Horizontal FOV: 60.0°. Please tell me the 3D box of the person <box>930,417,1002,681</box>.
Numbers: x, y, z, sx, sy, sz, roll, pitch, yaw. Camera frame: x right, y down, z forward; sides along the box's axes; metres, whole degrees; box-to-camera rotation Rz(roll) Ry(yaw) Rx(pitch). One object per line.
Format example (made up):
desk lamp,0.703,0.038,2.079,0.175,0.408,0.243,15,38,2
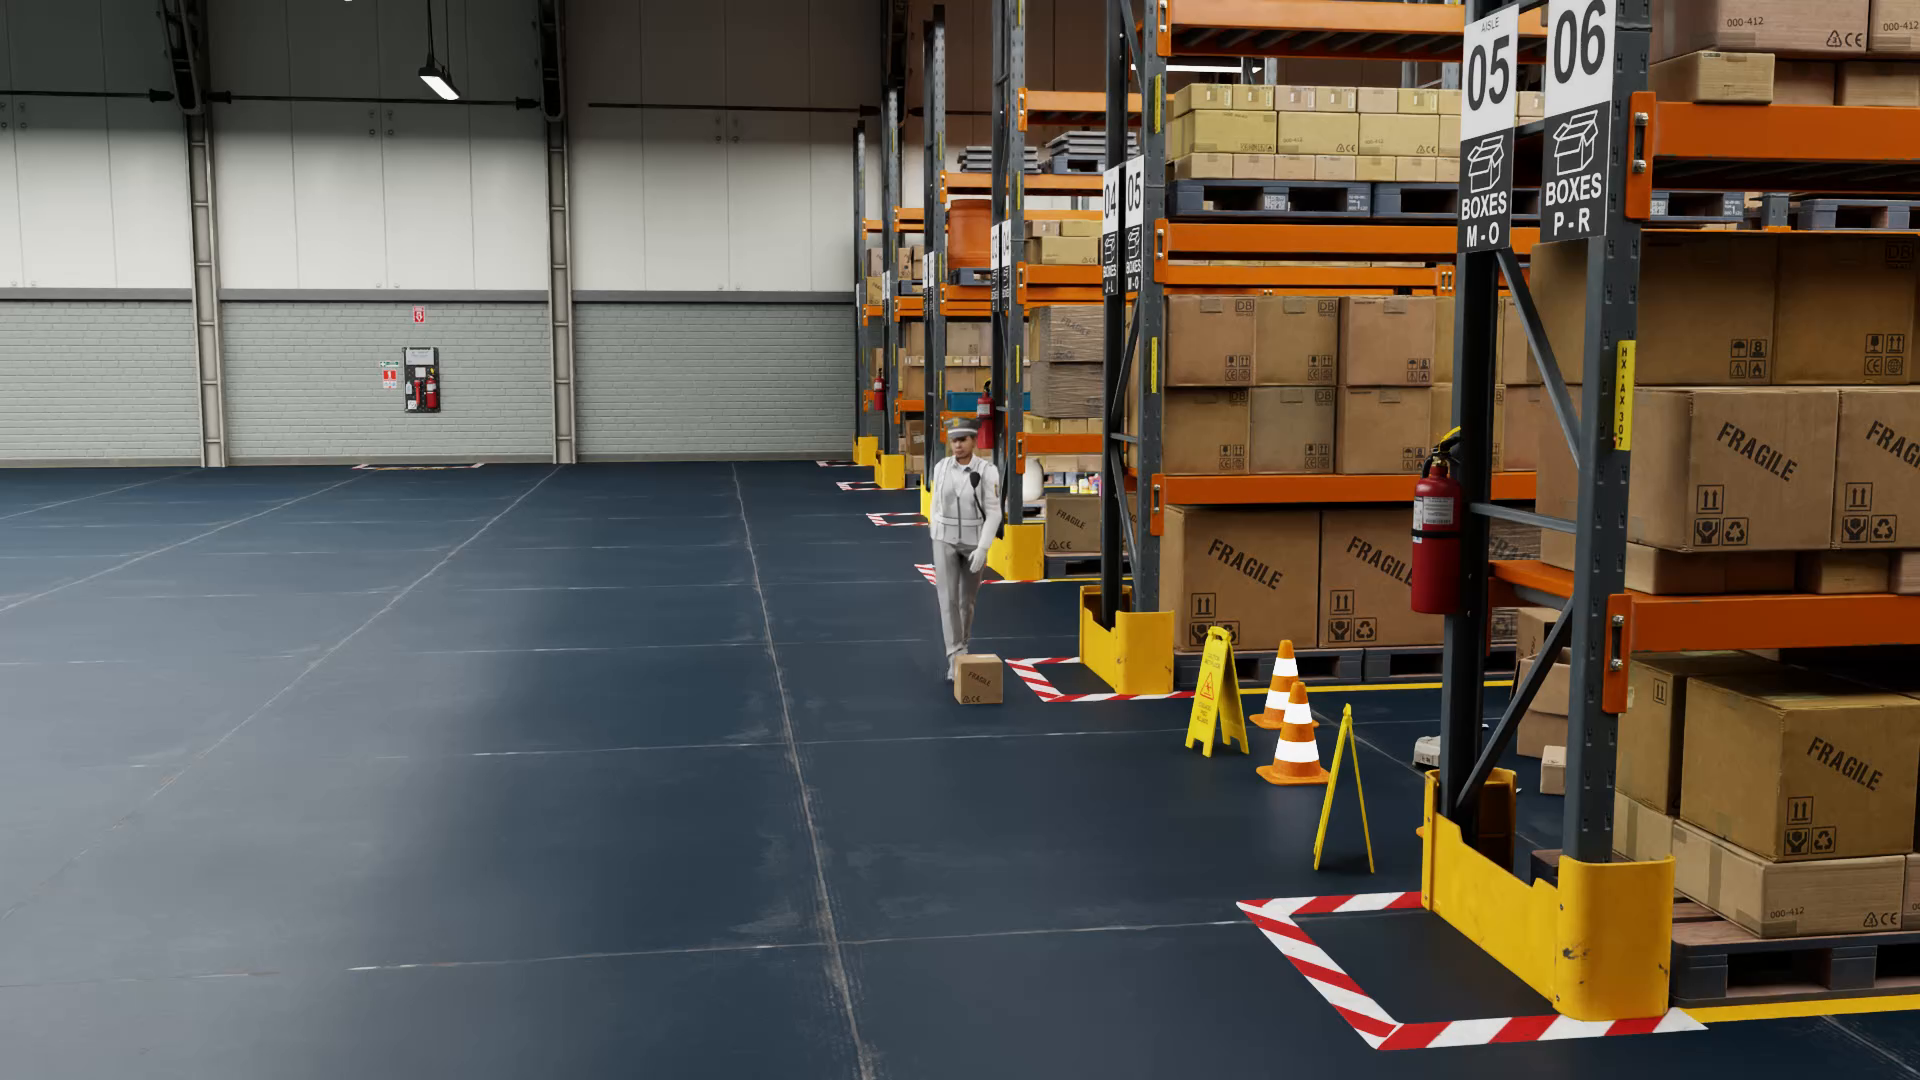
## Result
person,0.031,0.022,10.542,0.447,1.616,0.925,0,7,0
